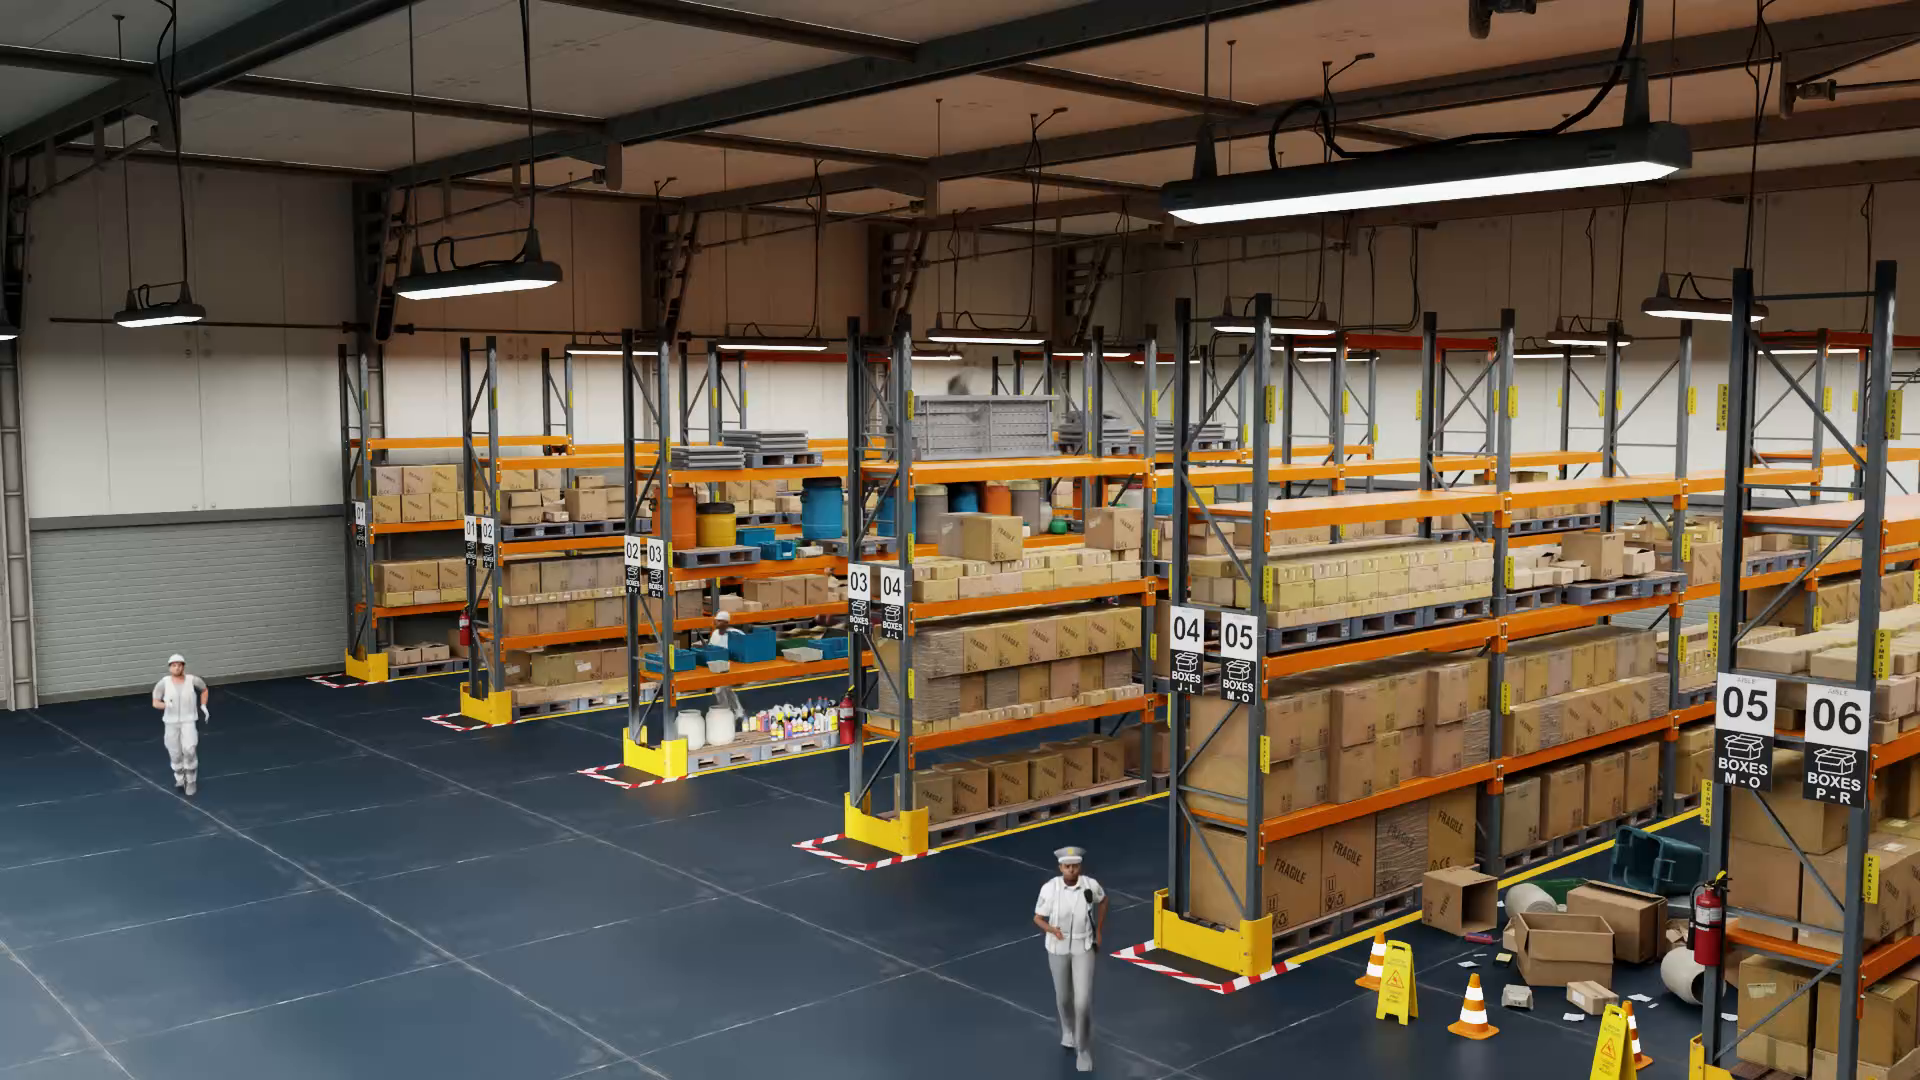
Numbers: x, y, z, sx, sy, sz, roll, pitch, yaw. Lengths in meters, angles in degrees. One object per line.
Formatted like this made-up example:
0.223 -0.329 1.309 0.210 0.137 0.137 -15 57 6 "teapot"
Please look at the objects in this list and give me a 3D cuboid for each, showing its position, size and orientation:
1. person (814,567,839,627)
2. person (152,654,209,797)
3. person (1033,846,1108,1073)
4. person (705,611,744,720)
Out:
-2.731 1.299 34.008 0.566 1.629 0.549 4 6 36 "person"
-9.968 2.370 21.286 0.640 1.824 0.743 -2 5 -19 "person"
0.848 3.189 12.790 0.562 1.747 0.739 1 5 7 "person"
-3.601 2.011 25.570 0.757 1.848 0.724 -5 7 -45 "person"
